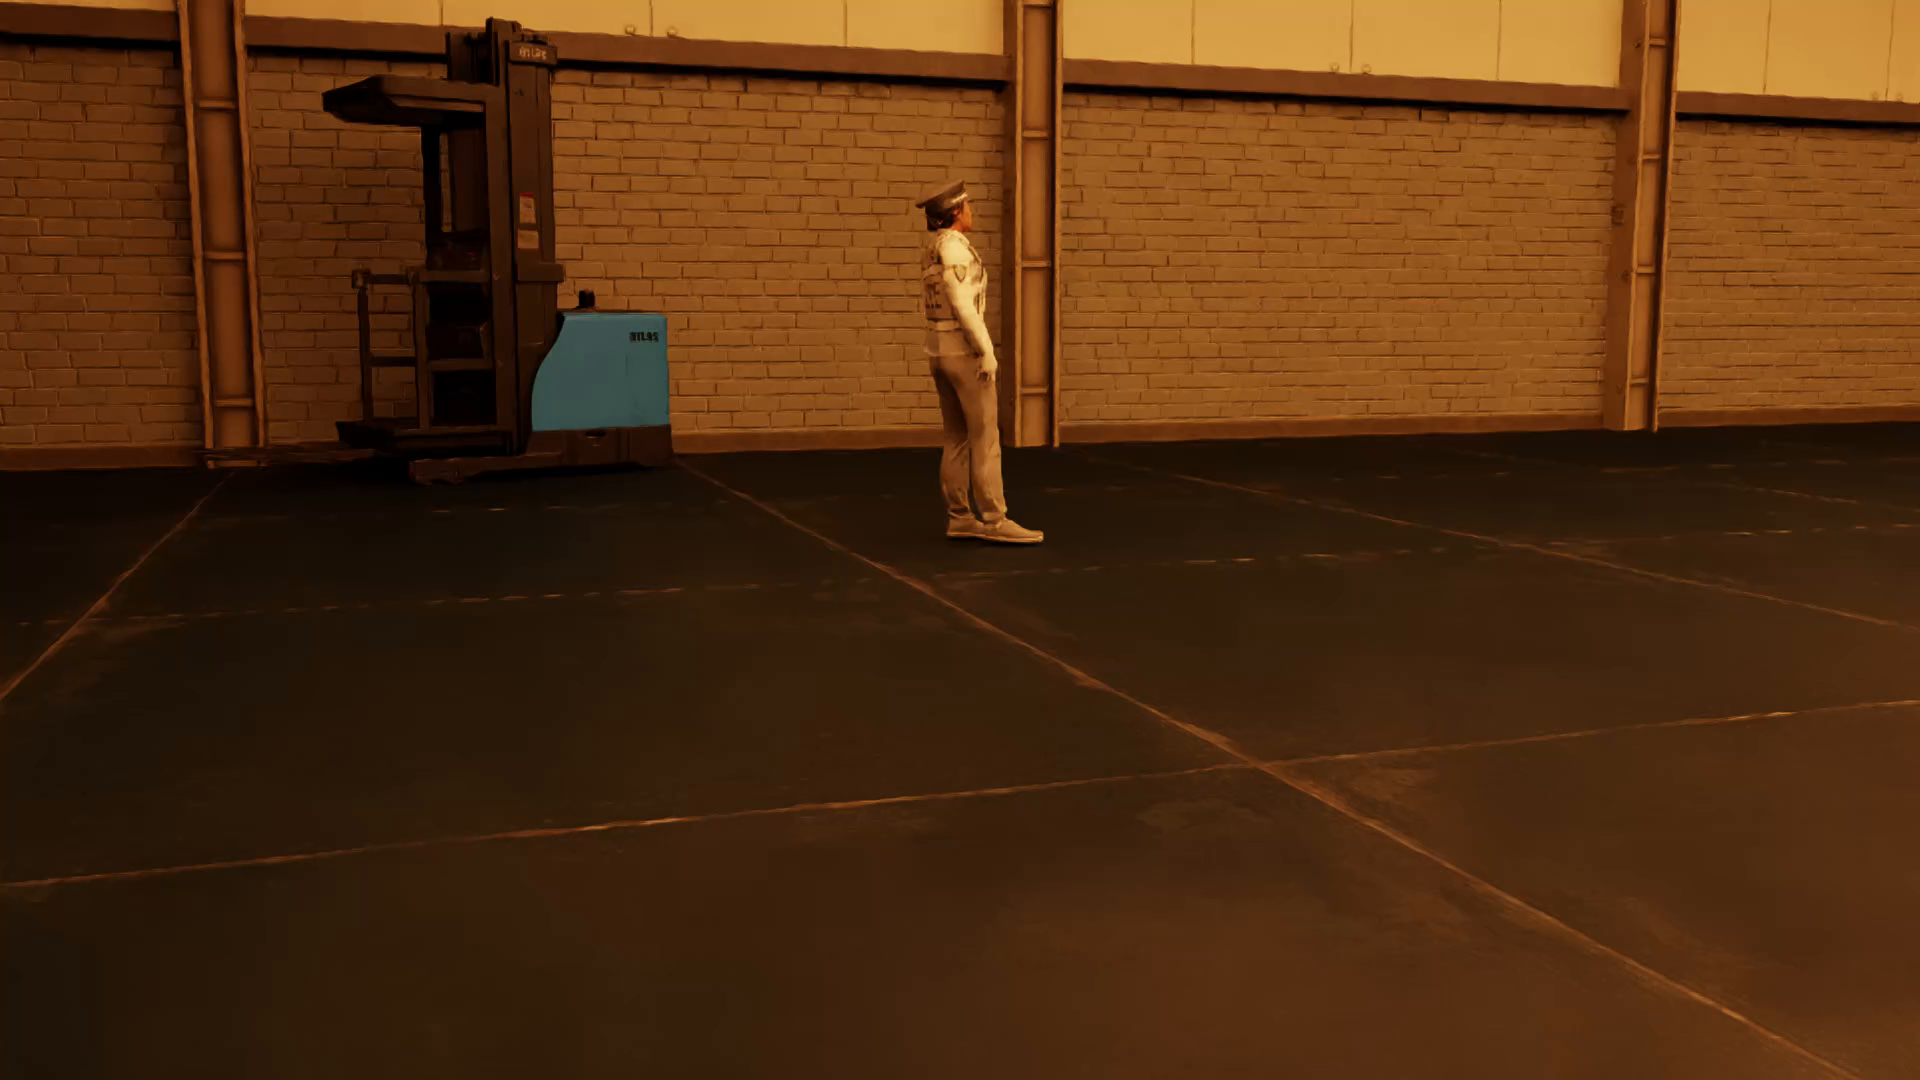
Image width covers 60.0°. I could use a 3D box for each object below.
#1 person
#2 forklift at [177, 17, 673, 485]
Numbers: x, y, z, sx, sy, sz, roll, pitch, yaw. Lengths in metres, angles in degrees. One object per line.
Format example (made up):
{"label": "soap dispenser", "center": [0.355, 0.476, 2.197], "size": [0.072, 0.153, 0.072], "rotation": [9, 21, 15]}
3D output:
{"label": "person", "center": [0.066, -0.849, 7.823], "size": [0.532, 1.695, 0.586], "rotation": [-3, 8, -18]}
{"label": "forklift", "center": [-3.467, -1.874, 10.826], "size": [3.031, 2.935, 1.130], "rotation": [-6, 10, -38]}
